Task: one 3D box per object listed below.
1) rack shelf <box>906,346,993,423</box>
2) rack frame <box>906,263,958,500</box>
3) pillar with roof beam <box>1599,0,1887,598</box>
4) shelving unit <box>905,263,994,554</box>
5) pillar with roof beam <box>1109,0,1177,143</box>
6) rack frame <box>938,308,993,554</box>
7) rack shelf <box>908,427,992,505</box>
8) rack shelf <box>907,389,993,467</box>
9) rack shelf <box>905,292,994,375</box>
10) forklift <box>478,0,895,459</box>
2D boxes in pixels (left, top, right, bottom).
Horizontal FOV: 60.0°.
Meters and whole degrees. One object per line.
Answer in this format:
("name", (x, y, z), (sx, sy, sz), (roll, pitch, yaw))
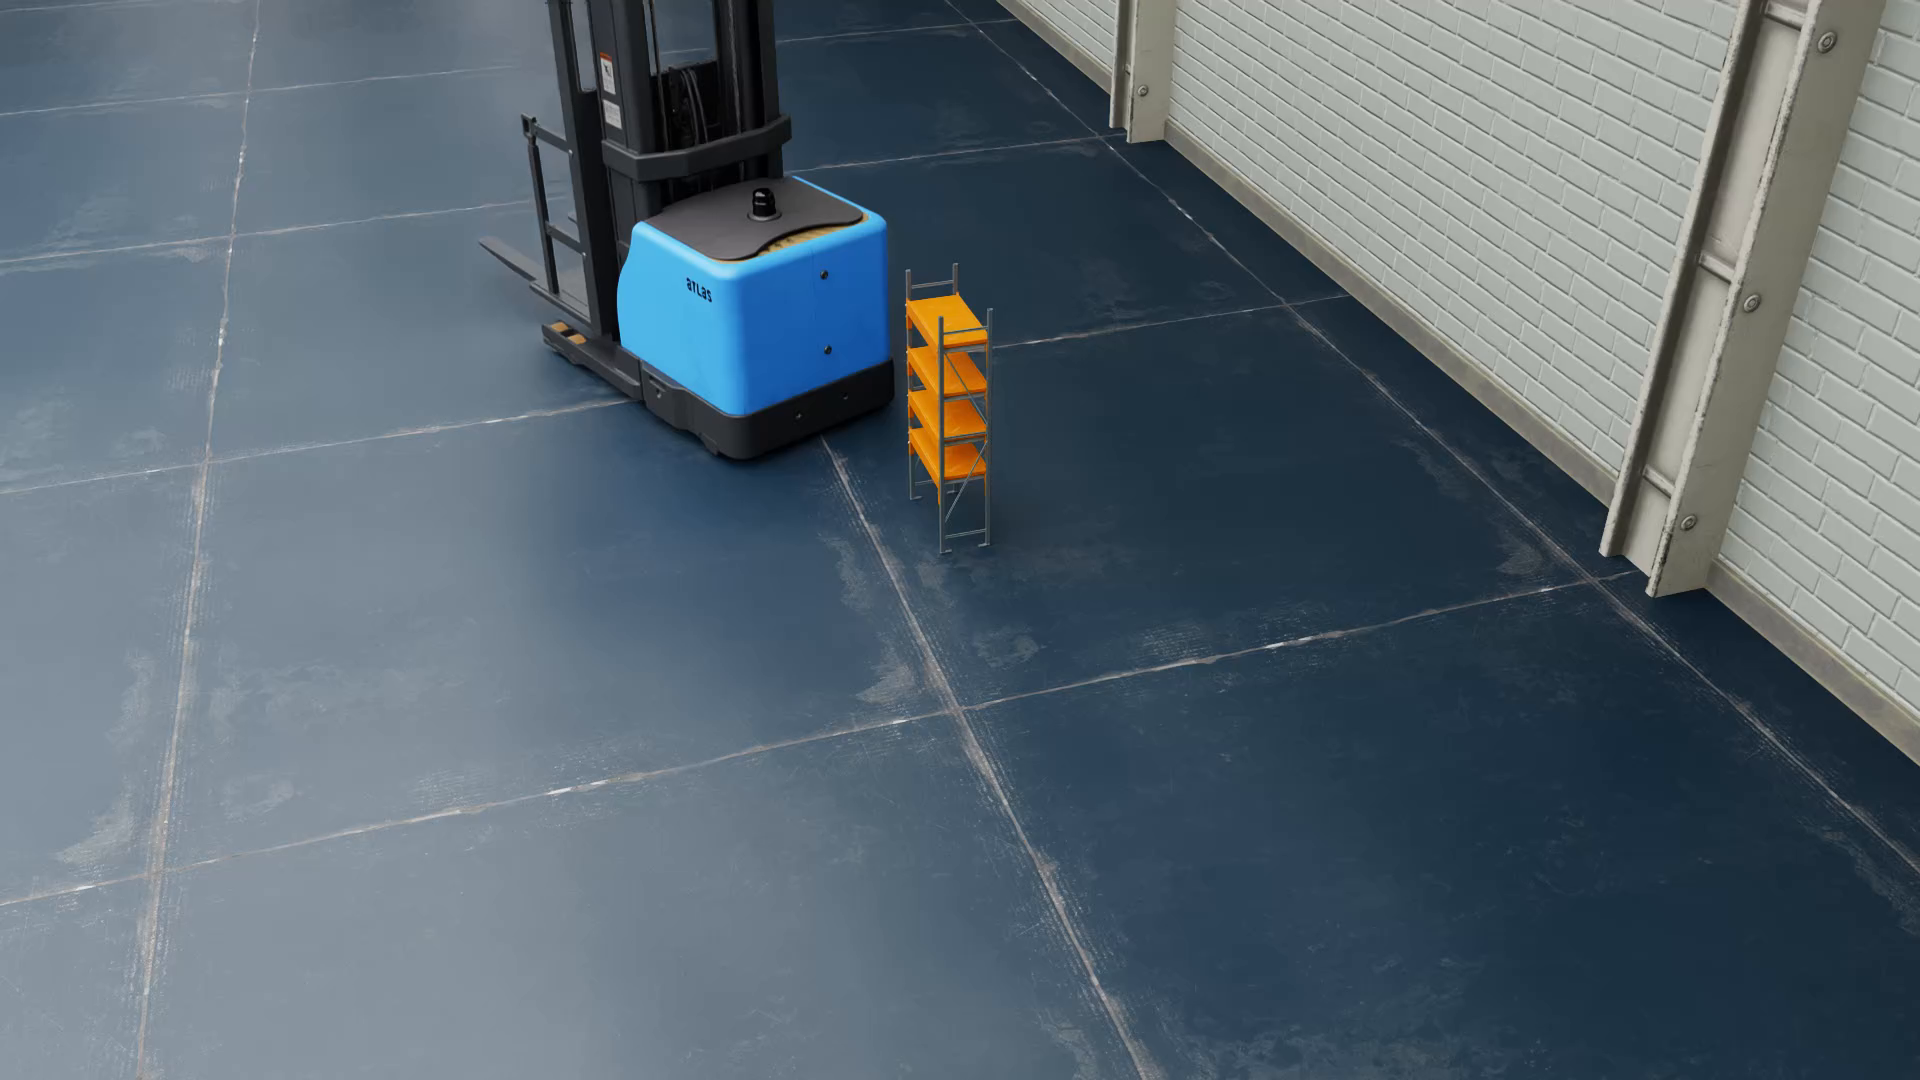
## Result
("rack shelf", (-0.051, -0.718, 7.465), (0.258, 0.148, 0.480), (-10, 35, -15))
("rack frame", (-0.125, -0.716, 7.745), (0.240, 1.200, 0.015), (-10, 35, -15))
("pillar with roof beam", (-0.948, -2.904, 3.982), (9.100, 9.000, 0.400), (-10, 35, -15))
("shelving unit", (-0.051, -0.587, 7.551), (0.258, 1.200, 0.503), (-10, 35, -15))
("pillar with roof beam", (-2.778, -6.054, 8.749), (9.100, 9.000, 0.400), (-10, 35, -15))
("rack frame", (0.024, -0.459, 7.357), (0.240, 1.200, 0.015), (-10, 35, -15))
("rack shelf", (-0.051, -0.366, 7.697), (0.258, 0.148, 0.480), (-10, 35, -15))
("rack shelf", (-0.051, -0.531, 7.588), (0.258, 0.148, 0.480), (-10, 35, -15))
("rack shelf", (-0.051, -0.915, 7.334), (0.258, 0.148, 0.480), (-10, 35, -15))
("forklift", (-1.690, -2.358, 8.660), (1.130, 2.935, 3.031), (-26, 41, -33))
